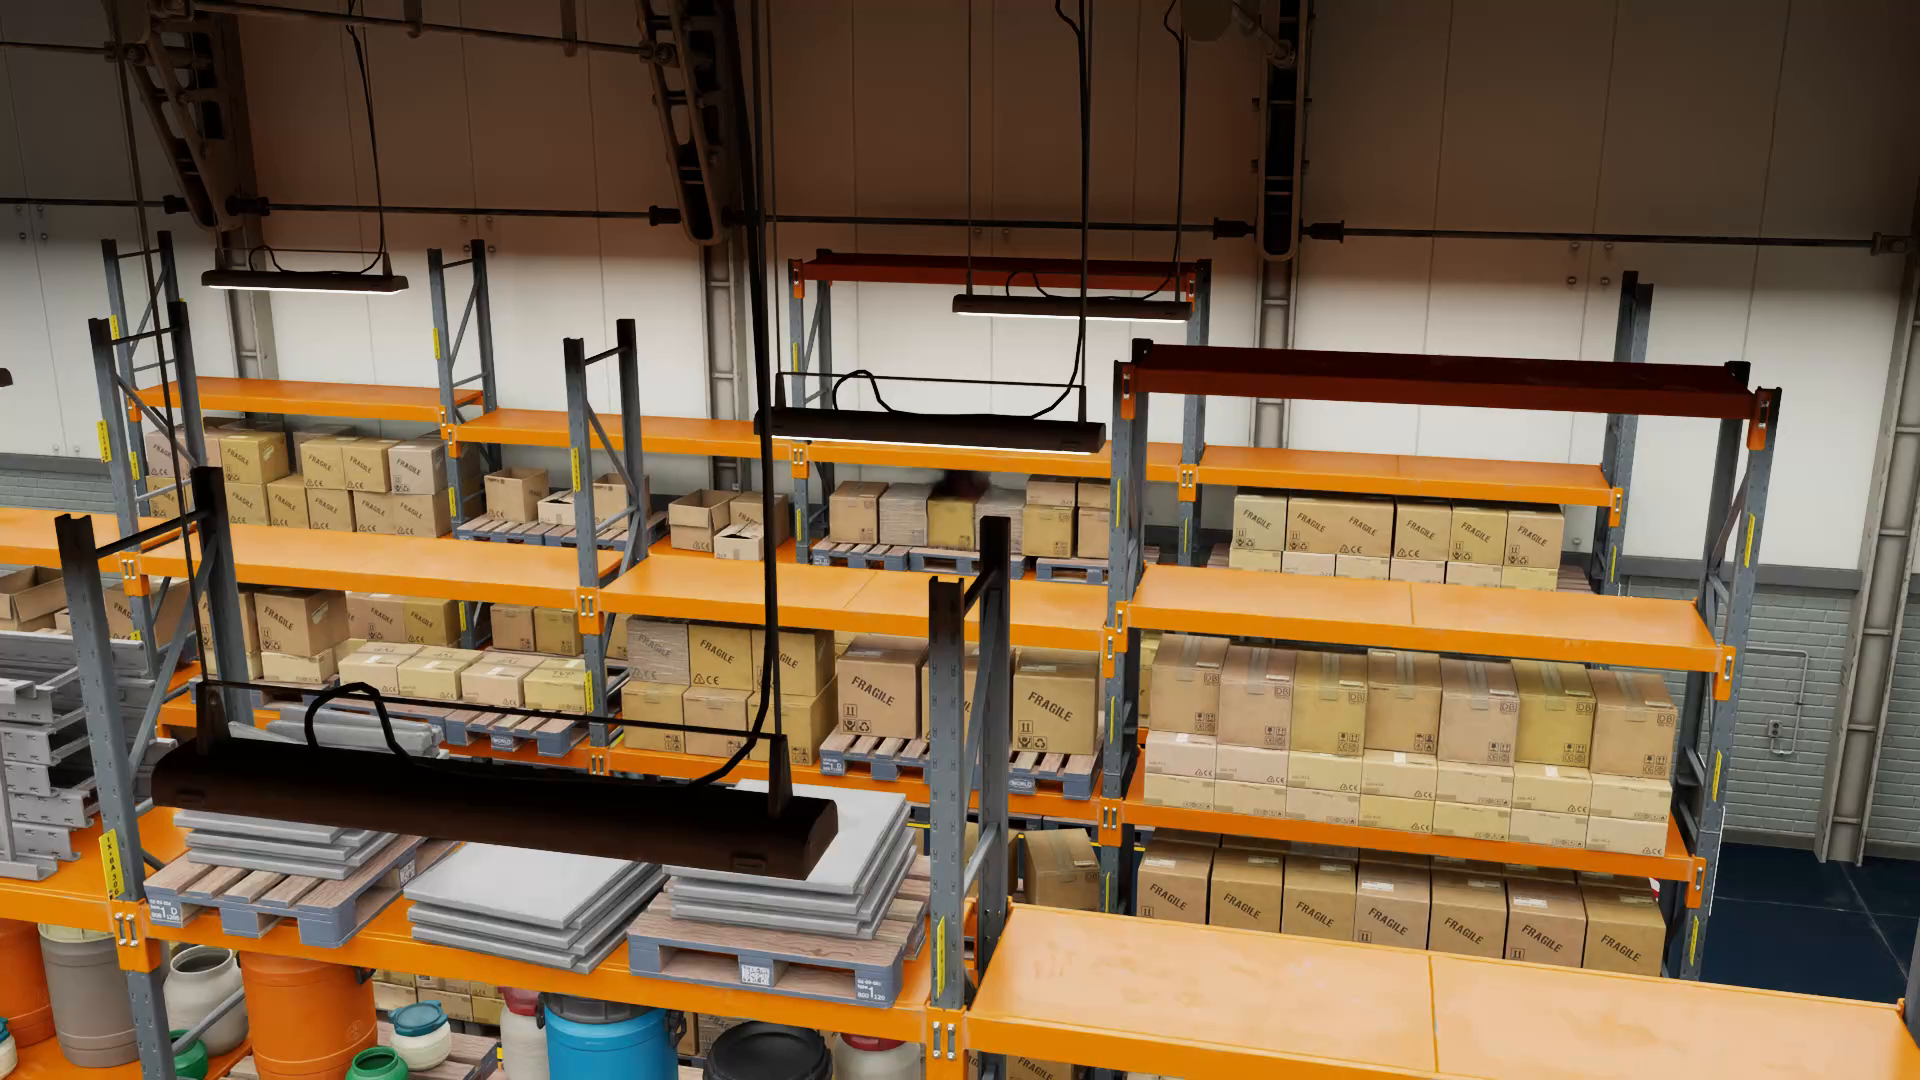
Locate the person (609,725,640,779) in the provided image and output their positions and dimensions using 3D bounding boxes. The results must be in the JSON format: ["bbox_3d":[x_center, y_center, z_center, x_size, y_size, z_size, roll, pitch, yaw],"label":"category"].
[{"bbox_3d":[-3.612,2.295,17.308,0.572,1.736,0.542,-12,20,-36],"label":"person"}]
